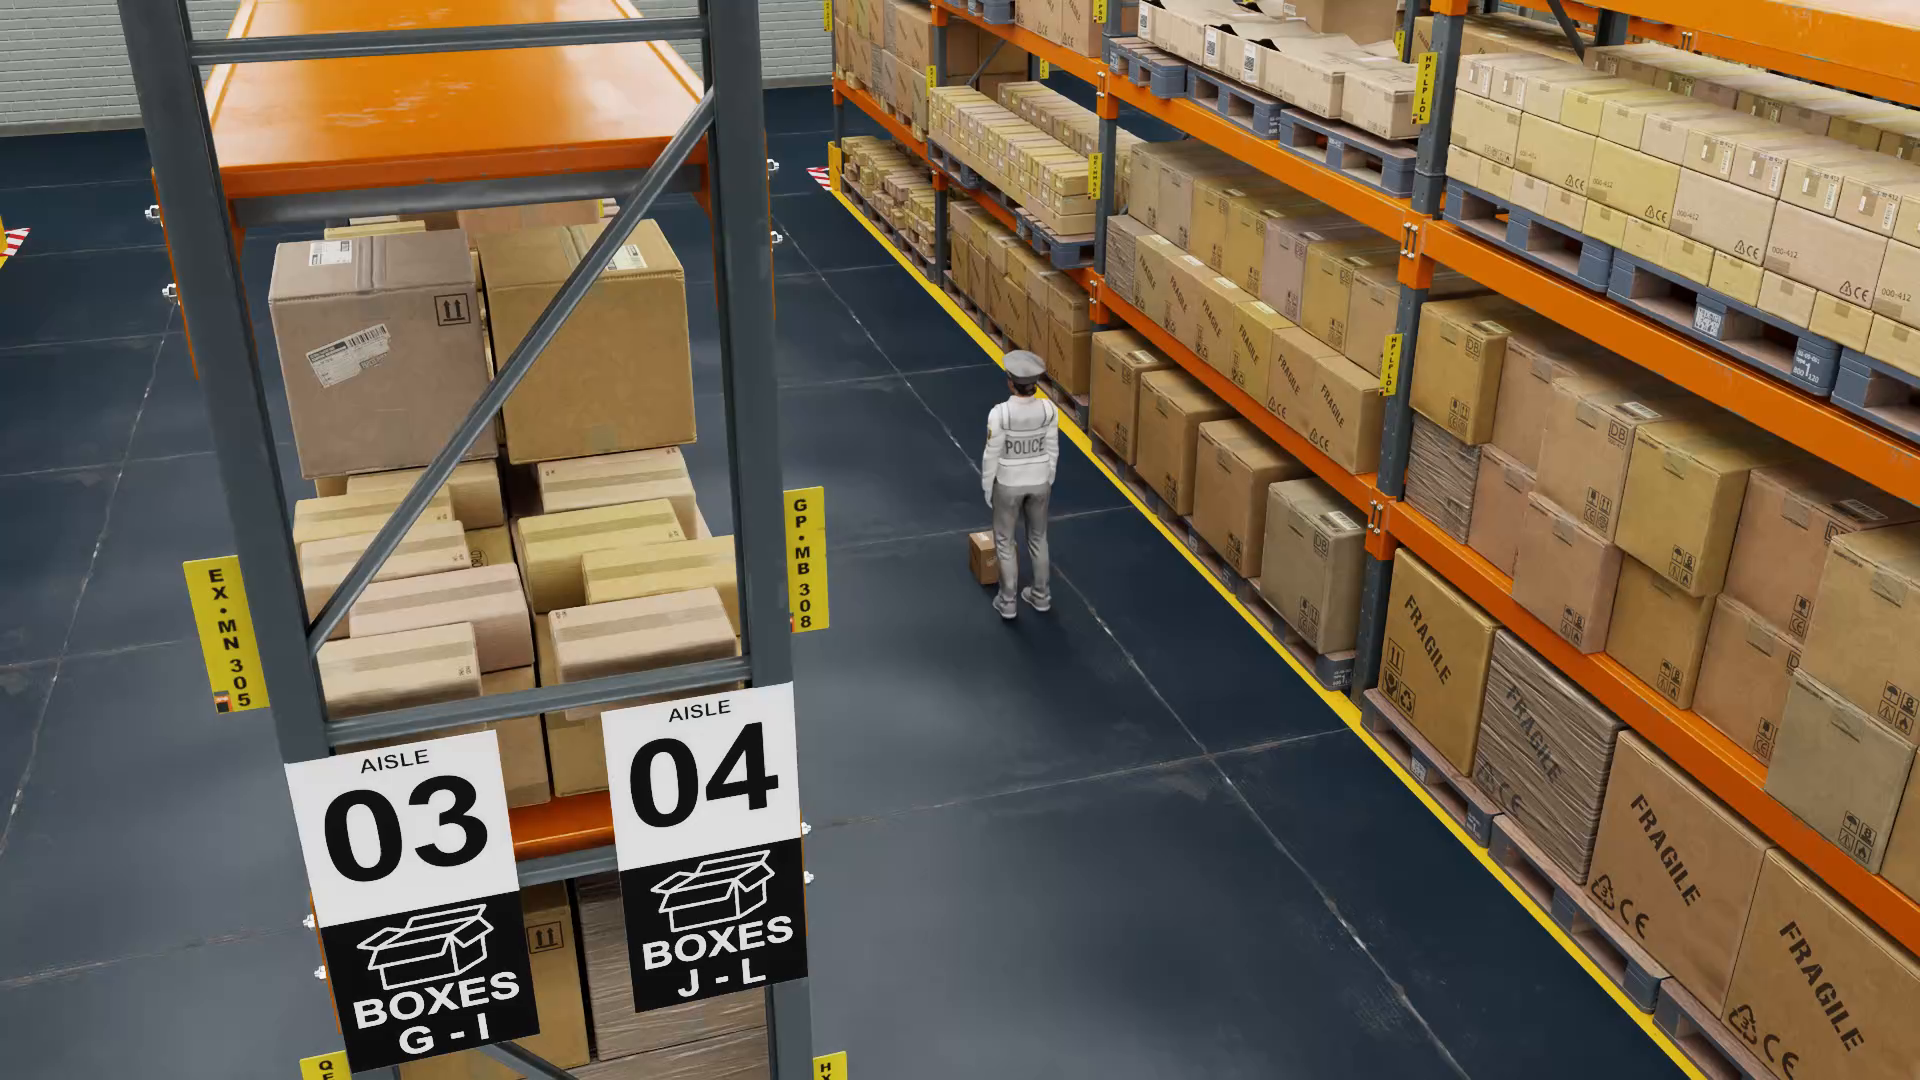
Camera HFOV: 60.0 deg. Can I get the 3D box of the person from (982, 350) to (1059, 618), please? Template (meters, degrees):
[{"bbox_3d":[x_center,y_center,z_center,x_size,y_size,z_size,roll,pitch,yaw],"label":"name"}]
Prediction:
[{"bbox_3d":[0.353,-0.330,10.000,0.465,1.680,0.340,-8,28,-15],"label":"person"}]
